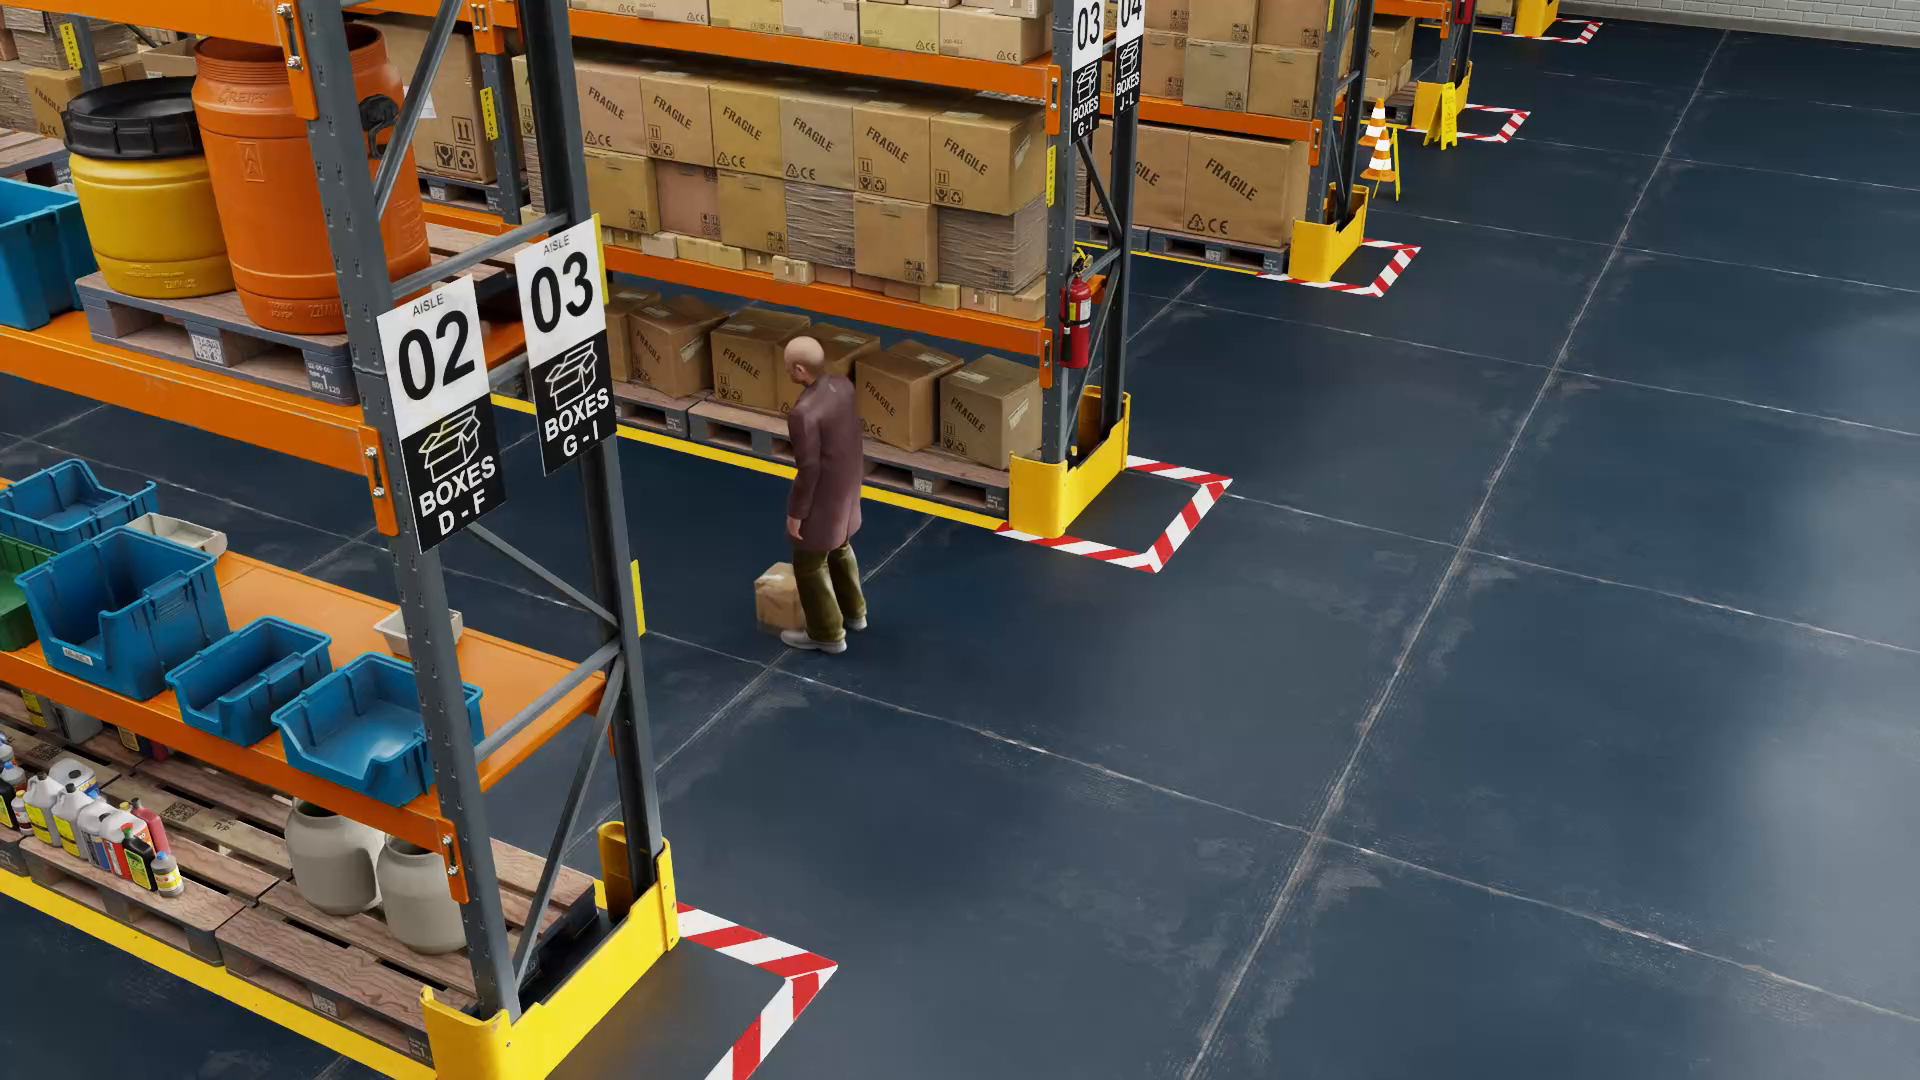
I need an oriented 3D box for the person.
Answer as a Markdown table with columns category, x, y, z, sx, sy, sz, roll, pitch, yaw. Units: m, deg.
| category | x | y | z | sx | sy | sz | roll | pitch | yaw |
| --- | --- | --- | --- | --- | --- | --- | --- | --- | --- |
| person | -0.726 | -0.239 | 8.733 | 0.427 | 1.773 | 0.635 | 13 | 32 | 21 |
